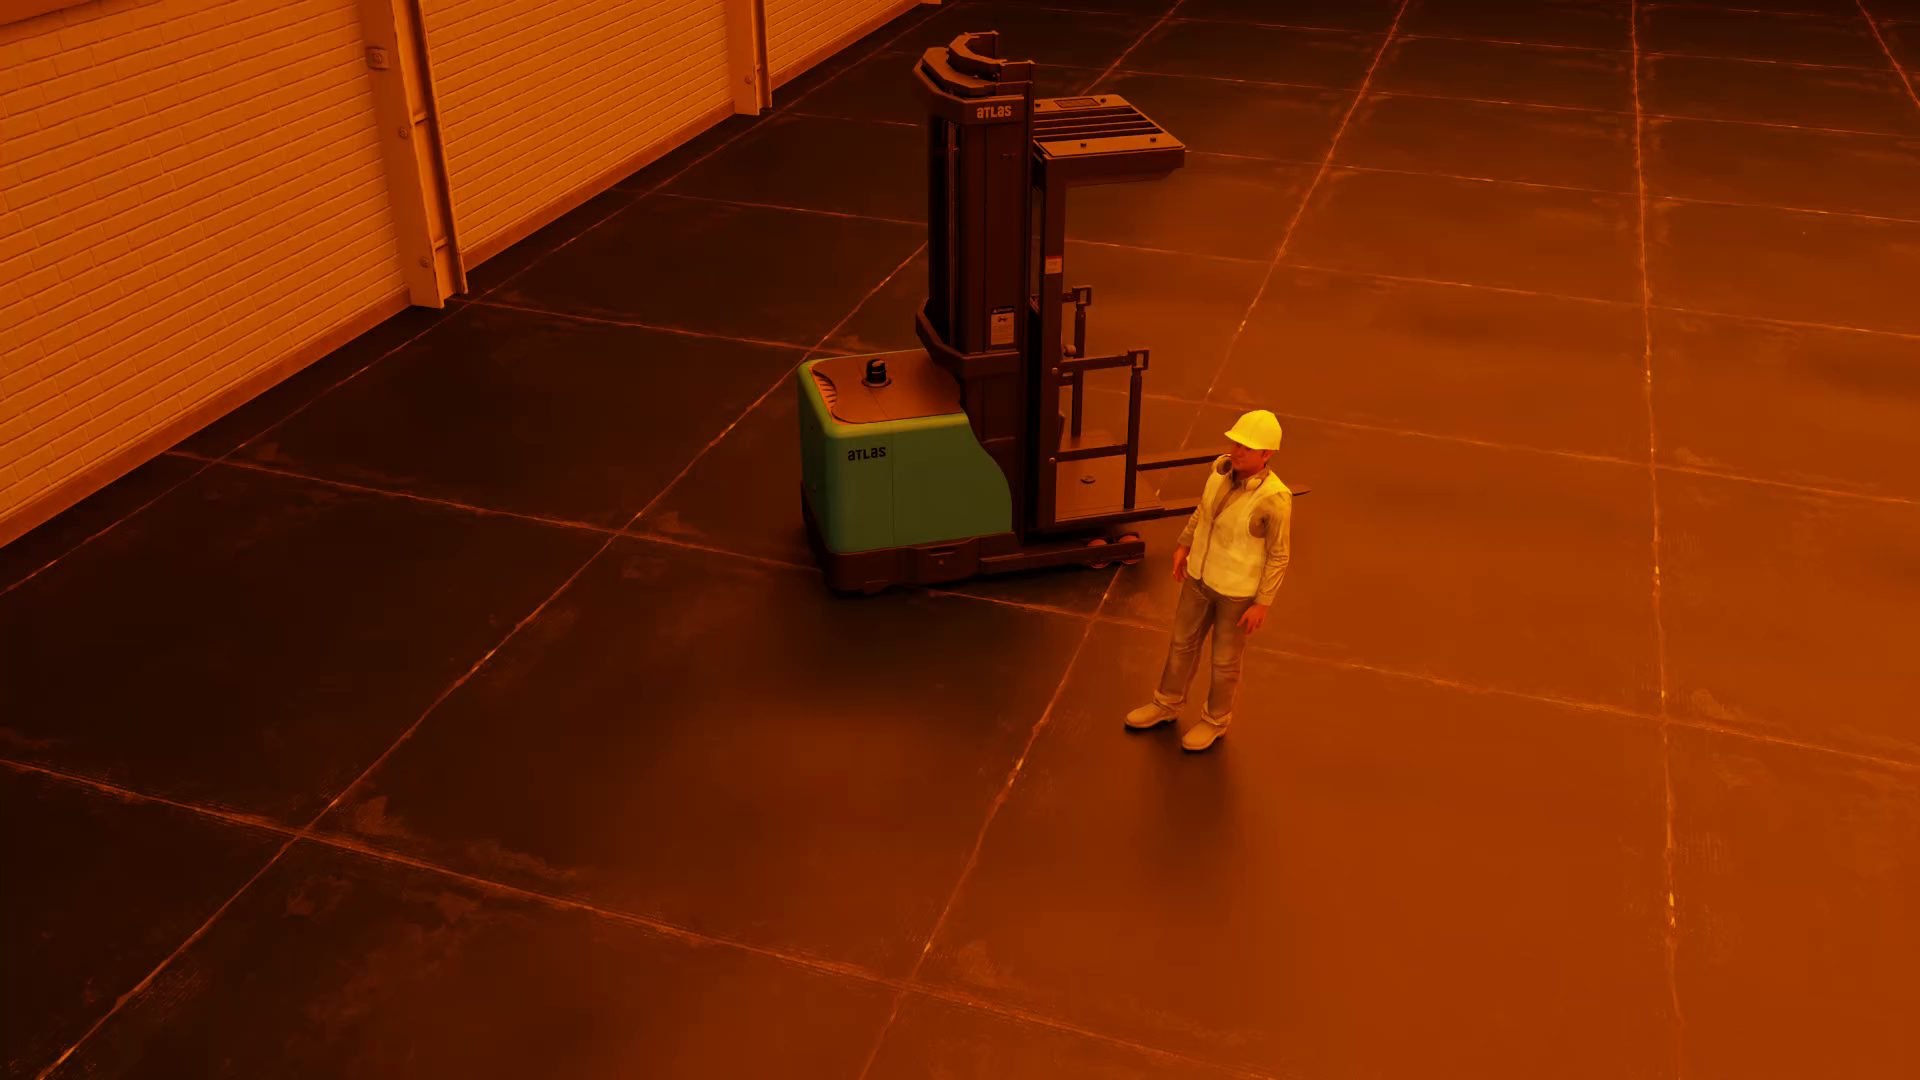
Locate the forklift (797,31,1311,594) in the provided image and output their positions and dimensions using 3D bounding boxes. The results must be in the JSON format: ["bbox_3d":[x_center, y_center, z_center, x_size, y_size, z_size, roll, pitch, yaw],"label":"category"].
[{"bbox_3d":[0.604,-1.352,9.509,3.031,2.935,1.130,-7,31,-13],"label":"forklift"}]

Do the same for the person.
[{"bbox_3d":[1.217,0.206,7.927,0.569,1.774,0.631,-18,34,-28],"label":"person"}]
